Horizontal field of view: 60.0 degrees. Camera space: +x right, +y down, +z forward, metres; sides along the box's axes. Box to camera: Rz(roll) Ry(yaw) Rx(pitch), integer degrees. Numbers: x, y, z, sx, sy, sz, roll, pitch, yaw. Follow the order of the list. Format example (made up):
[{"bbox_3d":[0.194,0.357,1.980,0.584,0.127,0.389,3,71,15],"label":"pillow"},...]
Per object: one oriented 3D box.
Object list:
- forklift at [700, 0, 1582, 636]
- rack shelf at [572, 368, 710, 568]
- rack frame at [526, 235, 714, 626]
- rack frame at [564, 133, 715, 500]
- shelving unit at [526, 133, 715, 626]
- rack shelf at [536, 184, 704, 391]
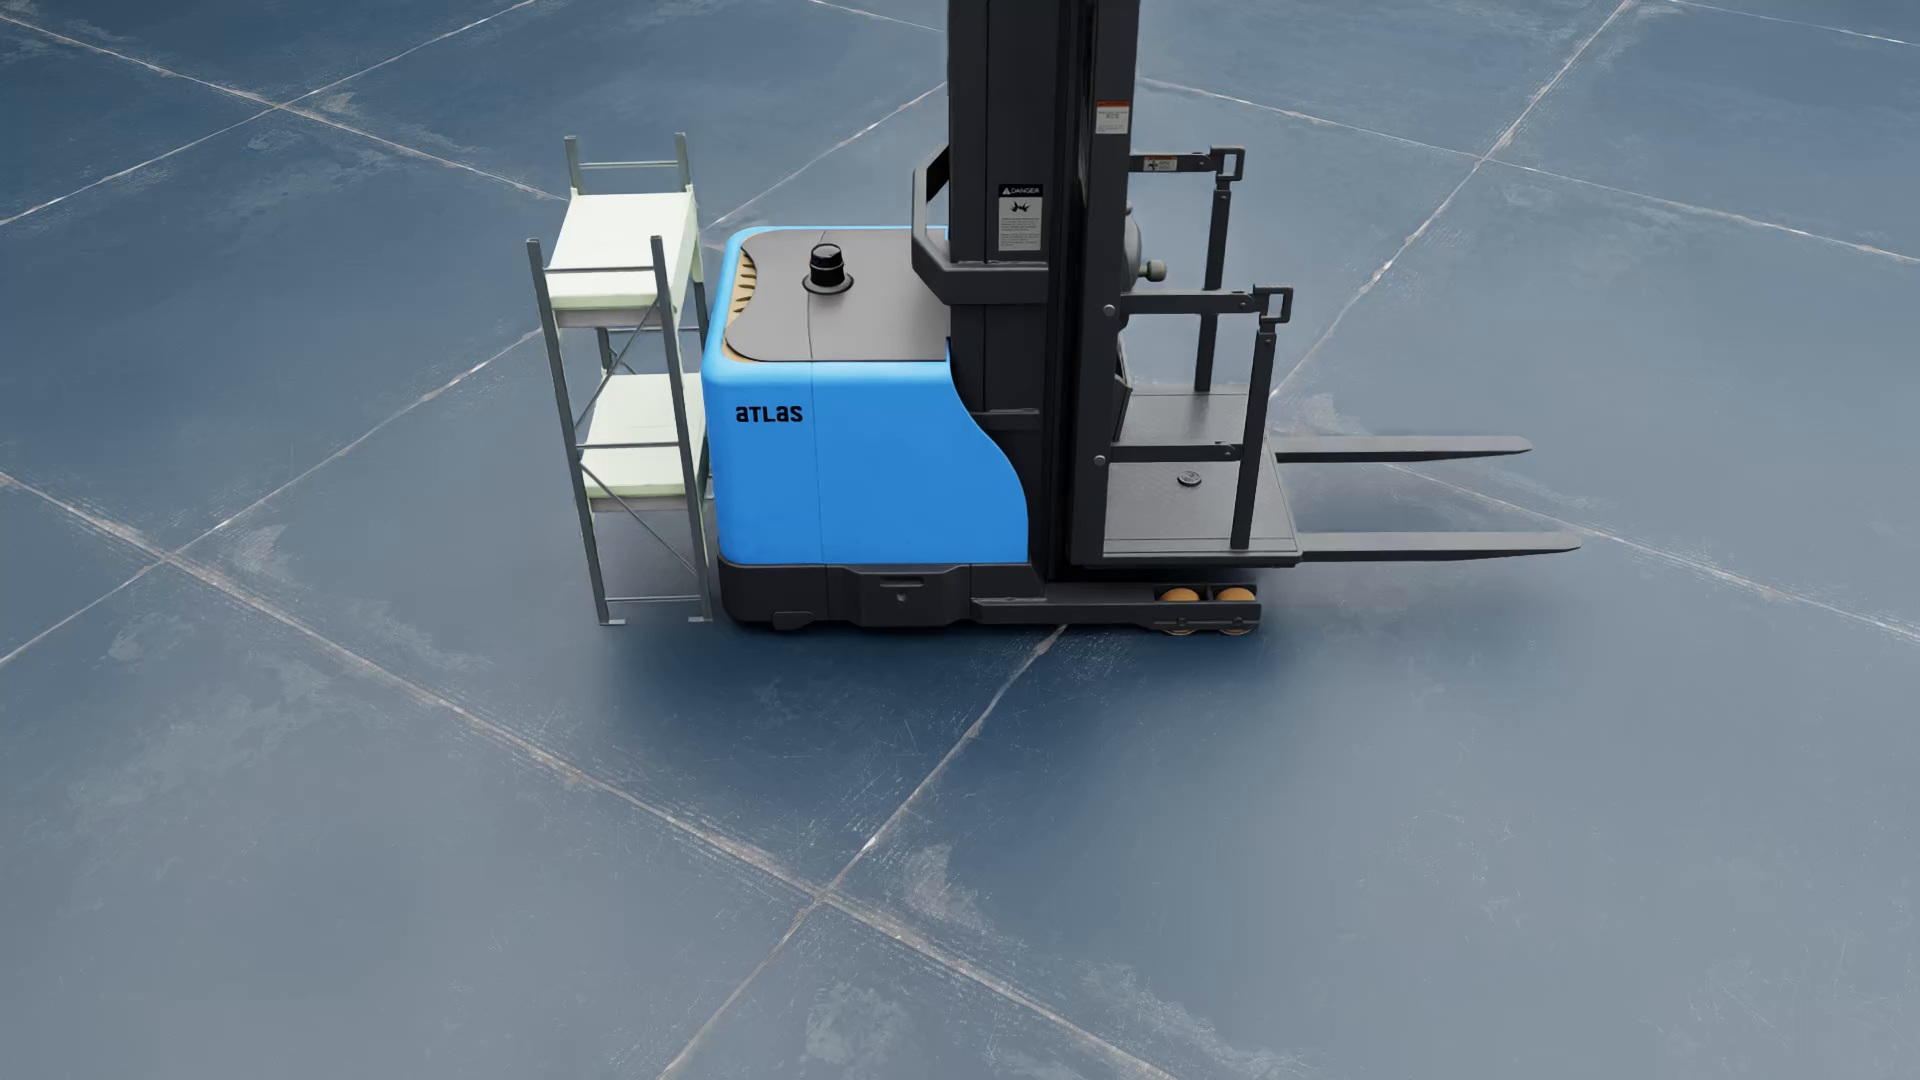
[{"bbox_3d":[0.675,-1.153,5.345,3.031,2.935,1.130,0,38,-1],"label":"forklift"},{"bbox_3d":[-1.088,-0.270,5.900,0.431,0.370,0.720,-2,38,-1],"label":"rack shelf"},{"bbox_3d":[-1.080,-0.305,5.411,0.400,1.500,0.023,-2,38,-1],"label":"rack frame"},{"bbox_3d":[-1.105,-0.751,5.991,0.400,1.500,0.023,-2,38,-1],"label":"rack frame"},{"bbox_3d":[-1.092,-0.528,5.701,0.431,1.500,0.755,-2,38,-1],"label":"shelving unit"},{"bbox_3d":[-1.097,-0.837,5.463,0.431,0.370,0.720,-2,38,-1],"label":"rack shelf"}]
